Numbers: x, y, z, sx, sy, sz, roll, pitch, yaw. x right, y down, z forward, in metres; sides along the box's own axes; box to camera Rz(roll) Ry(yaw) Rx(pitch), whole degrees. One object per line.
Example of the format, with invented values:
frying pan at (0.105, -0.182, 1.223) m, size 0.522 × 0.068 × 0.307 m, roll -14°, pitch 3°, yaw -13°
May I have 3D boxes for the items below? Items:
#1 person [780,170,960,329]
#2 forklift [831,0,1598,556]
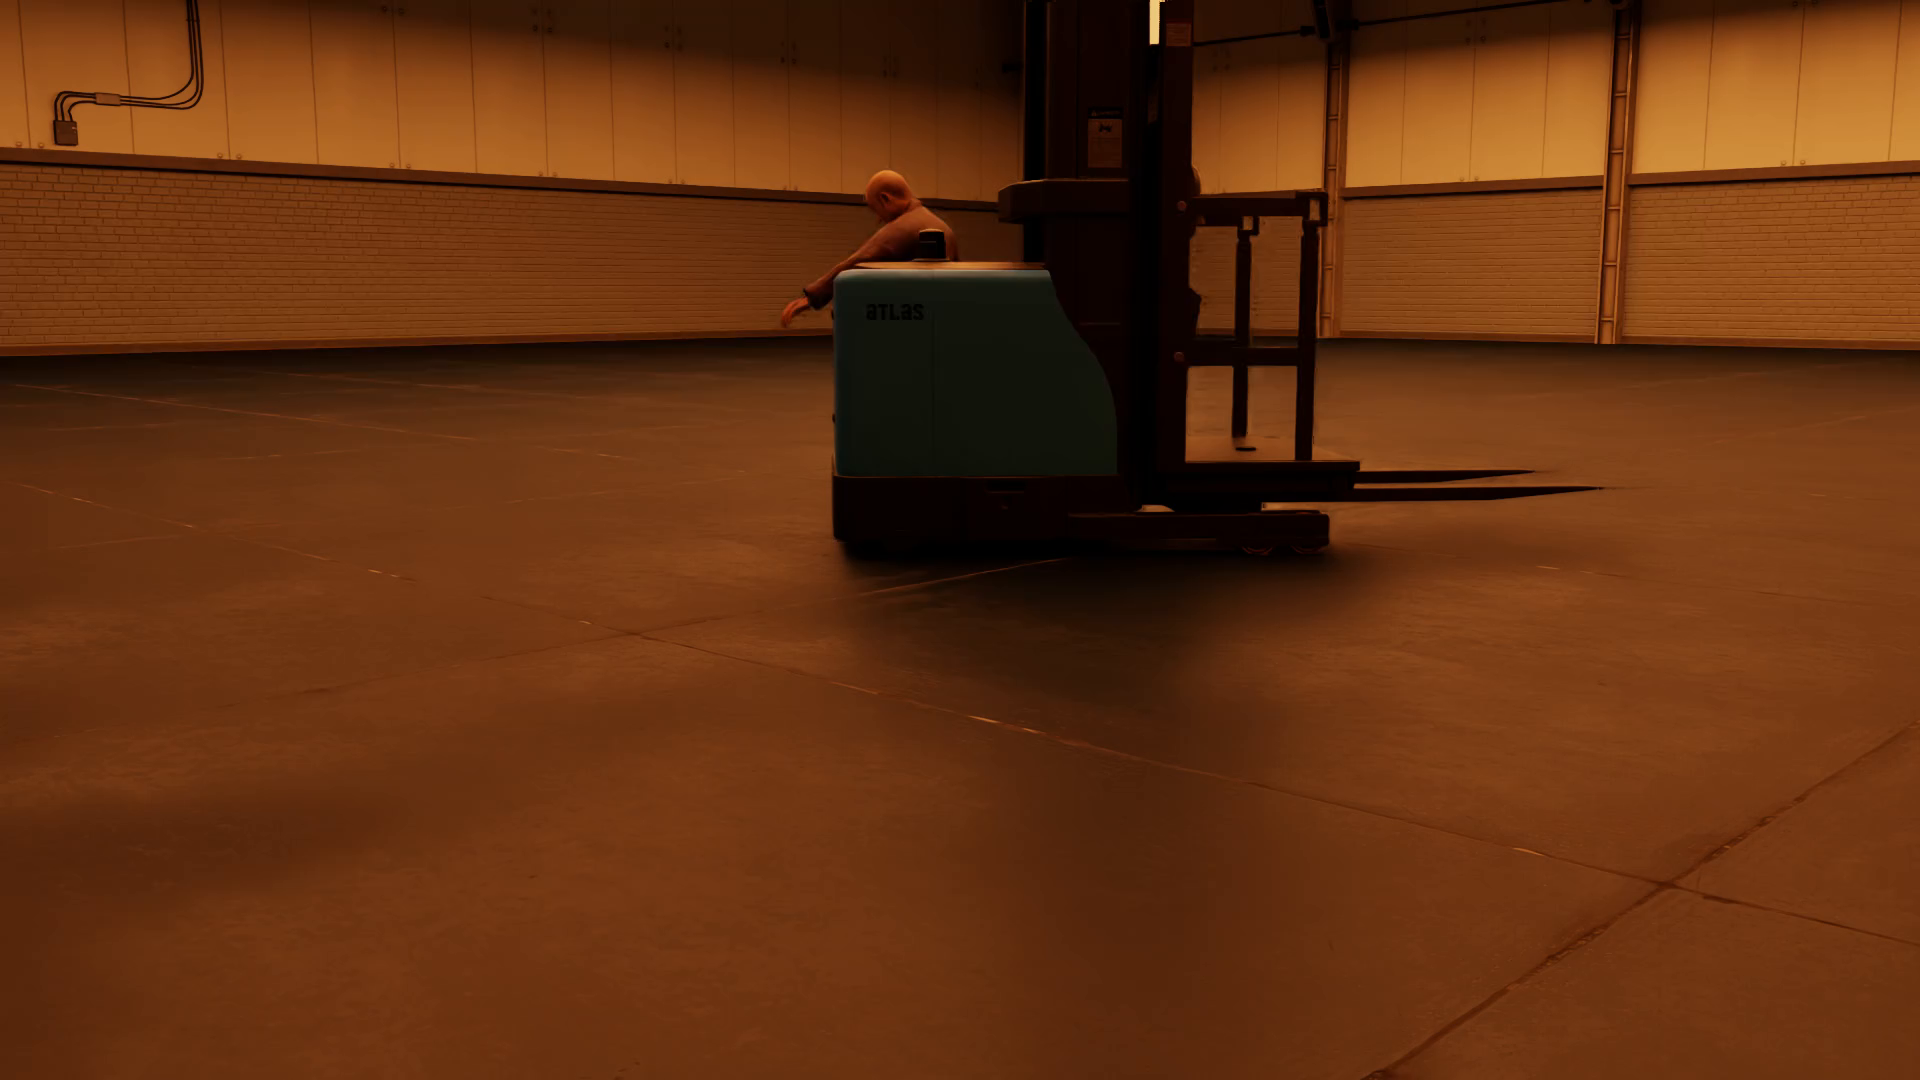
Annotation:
person at (-0.330, -0.891, 7.762) m, size 1.049 × 1.614 × 1.195 m, roll 4°, pitch 10°, yaw 26°
forklift at (1.001, -1.468, 6.622) m, size 3.031 × 2.935 × 1.130 m, roll -1°, pitch 9°, yaw -5°
